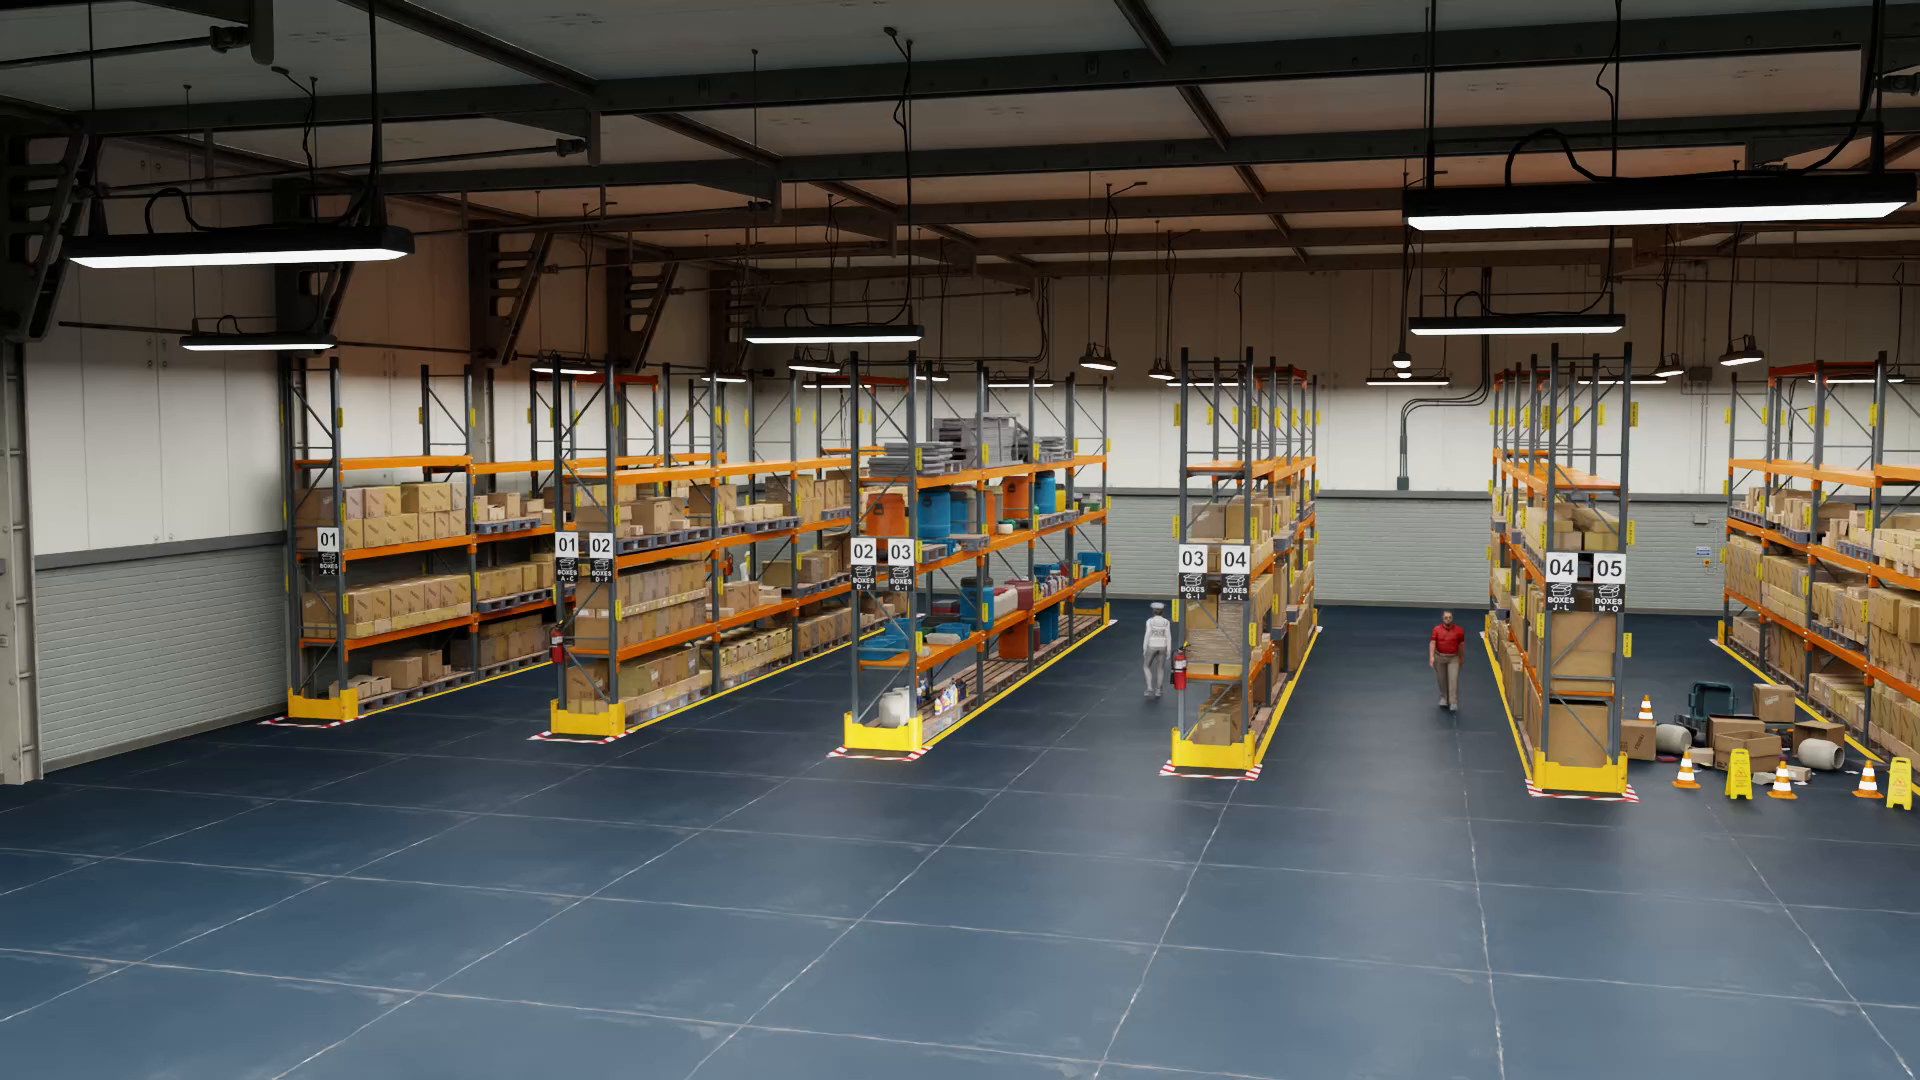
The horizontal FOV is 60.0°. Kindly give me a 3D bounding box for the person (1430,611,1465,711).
[{"bbox_3d":[8.329,2.050,28.459,0.571,1.674,1.008,2,4,20],"label":"person"}]

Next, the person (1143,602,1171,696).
[{"bbox_3d":[3.541,1.980,29.911,0.519,1.707,0.352,-1,4,-8],"label":"person"}]

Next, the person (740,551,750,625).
[{"bbox_3d":[-5.156,1.166,40.170,0.485,1.785,0.597,-2,5,-29],"label":"person"}]
